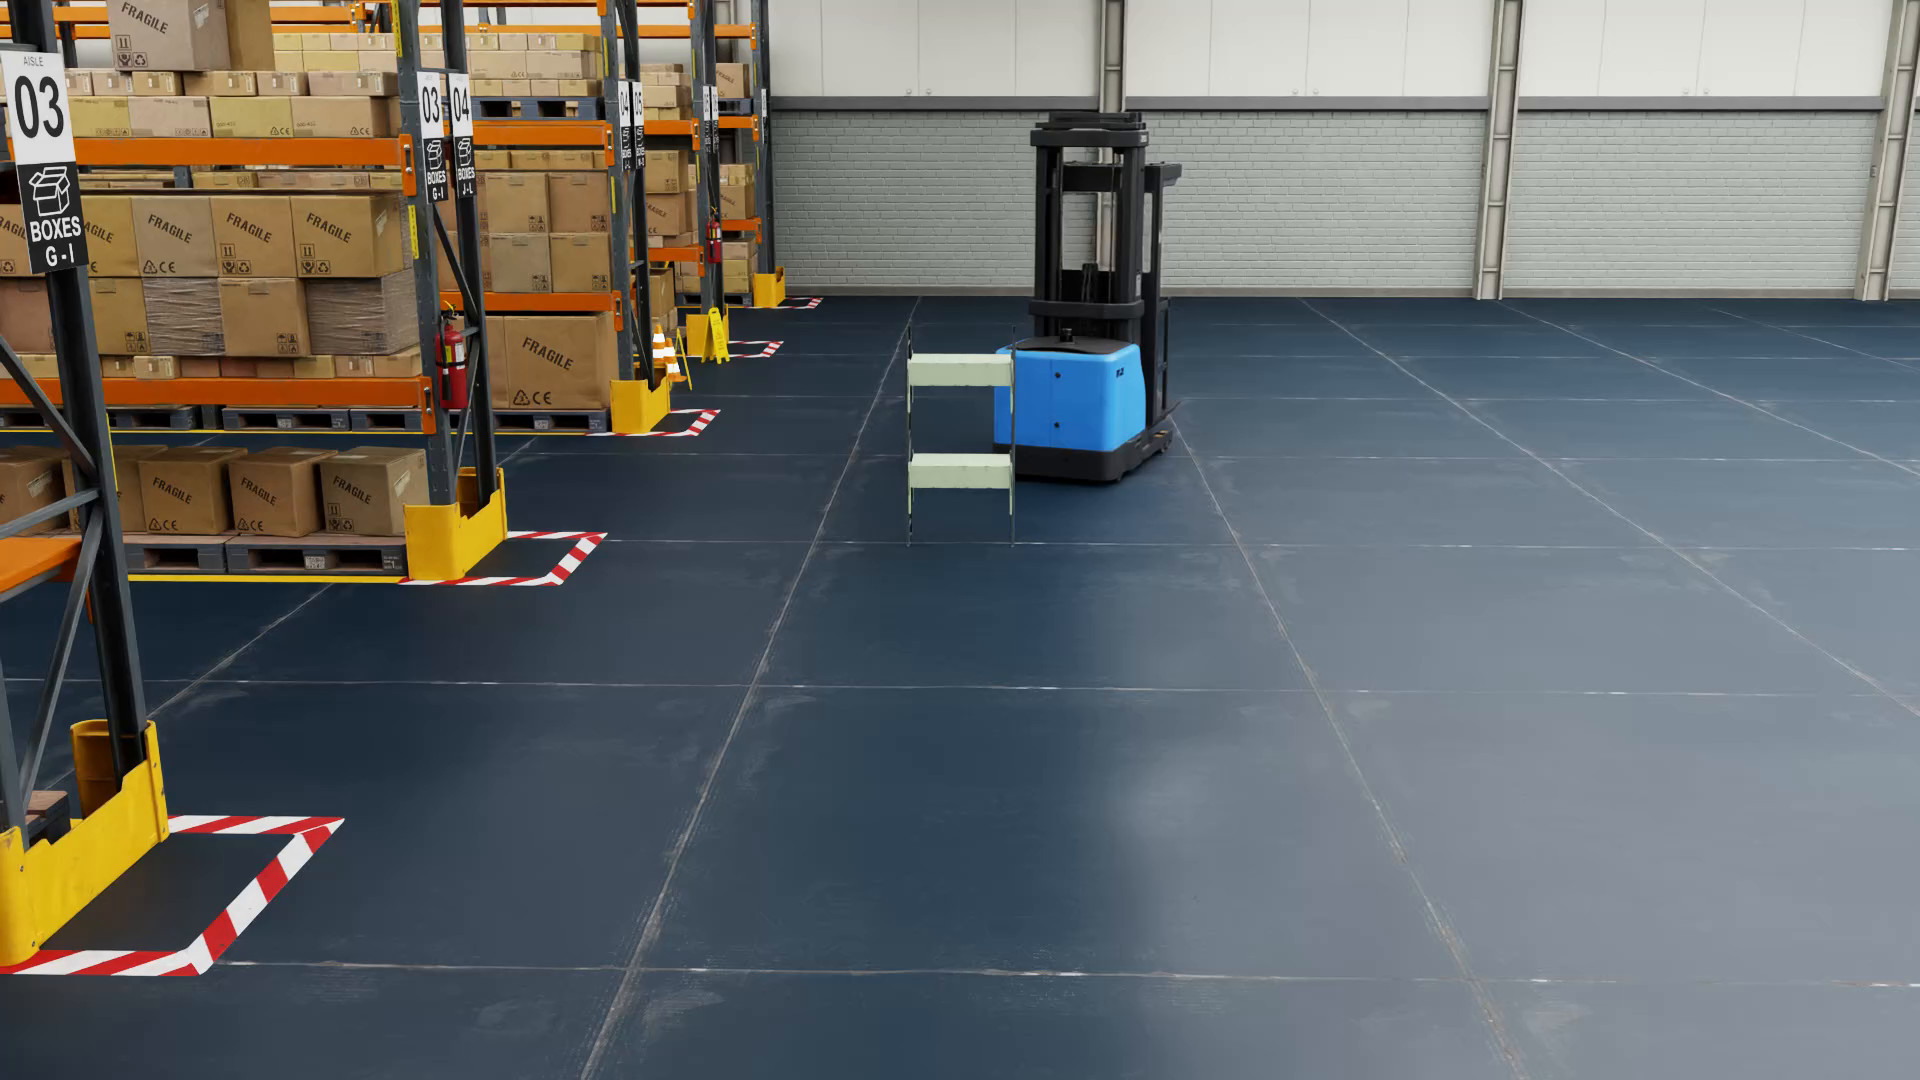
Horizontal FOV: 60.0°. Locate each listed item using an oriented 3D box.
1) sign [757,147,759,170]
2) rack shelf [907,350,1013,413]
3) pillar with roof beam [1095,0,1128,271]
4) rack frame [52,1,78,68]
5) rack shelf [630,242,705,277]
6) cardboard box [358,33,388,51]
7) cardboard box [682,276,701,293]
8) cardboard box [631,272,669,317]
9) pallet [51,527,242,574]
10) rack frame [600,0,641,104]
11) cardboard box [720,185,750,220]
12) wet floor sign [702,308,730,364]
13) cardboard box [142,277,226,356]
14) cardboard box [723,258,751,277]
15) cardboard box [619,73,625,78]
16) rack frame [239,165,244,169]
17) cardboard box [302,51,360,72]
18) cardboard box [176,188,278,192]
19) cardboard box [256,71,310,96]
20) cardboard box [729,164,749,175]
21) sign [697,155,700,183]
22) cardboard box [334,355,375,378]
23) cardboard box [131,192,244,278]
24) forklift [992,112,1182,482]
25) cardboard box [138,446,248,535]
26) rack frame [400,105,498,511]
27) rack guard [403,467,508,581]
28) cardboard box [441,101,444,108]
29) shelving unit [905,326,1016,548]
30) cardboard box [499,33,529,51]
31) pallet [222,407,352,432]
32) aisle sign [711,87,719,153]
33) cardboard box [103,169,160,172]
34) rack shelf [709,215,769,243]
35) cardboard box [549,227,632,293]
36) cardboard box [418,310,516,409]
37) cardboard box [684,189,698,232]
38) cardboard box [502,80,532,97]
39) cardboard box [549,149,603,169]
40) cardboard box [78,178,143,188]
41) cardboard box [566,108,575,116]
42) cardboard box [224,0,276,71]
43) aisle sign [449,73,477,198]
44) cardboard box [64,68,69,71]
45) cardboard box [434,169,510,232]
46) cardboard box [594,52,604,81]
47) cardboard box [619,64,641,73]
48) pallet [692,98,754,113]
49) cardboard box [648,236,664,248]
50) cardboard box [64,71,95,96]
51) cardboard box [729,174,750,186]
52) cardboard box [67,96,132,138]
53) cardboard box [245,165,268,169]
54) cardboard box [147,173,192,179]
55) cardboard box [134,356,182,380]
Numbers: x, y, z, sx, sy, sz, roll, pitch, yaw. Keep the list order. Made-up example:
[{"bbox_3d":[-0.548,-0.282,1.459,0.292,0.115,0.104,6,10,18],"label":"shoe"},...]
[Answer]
[{"bbox_3d":[-2.999,-5.663,24.692,0.005,0.325,0.100,0,15,1],"label":"sign"},{"bbox_3d":[0.007,-1.102,11.549,0.720,0.370,0.431,0,15,1],"label":"rack shelf"},{"bbox_3d":[2.244,-7.125,21.207,0.400,9.000,9.100,0,15,1],"label":"pillar with roof beam"},{"bbox_3d":[-11.091,-6.814,20.028,0.127,3.000,1.000,0,15,1],"label":"rack frame"},{"bbox_3d":[-5.093,-3.527,20.737,4.000,0.370,1.077,0,15,1],"label":"rack shelf"},{"bbox_3d":[-5.242,-4.491,15.014,0.250,0.149,0.380,0,15,1],"label":"cardboard box"},{"bbox_3d":[-3.946,-3.929,25.418,0.500,0.250,0.500,0,15,1],"label":"cardboard box"},{"bbox_3d":[-3.902,-3.036,20.565,0.500,0.500,0.500,0,15,2],"label":"cardboard box"},{"bbox_3d":[-5.451,-0.009,11.461,1.213,0.211,1.003,0,15,1],"label":"pallet"},{"bbox_3d":[-3.119,-5.499,15.043,0.127,3.000,1.000,0,15,1],"label":"rack frame"},{"bbox_3d":[-3.470,-5.112,25.139,0.500,0.500,0.500,0,15,0],"label":"cardboard box"},{"bbox_3d":[-2.931,-2.449,19.857,0.232,0.644,0.267,6,16,21],"label":"wet floor sign"},{"bbox_3d":[-4.898,-1.524,10.957,0.500,0.500,0.875,0,15,1],"label":"cardboard box"},{"bbox_3d":[-3.465,-4.166,25.337,0.500,0.250,0.500,0,15,1],"label":"cardboard box"},{"bbox_3d":[-3.952,-5.511,19.898,0.250,0.149,0.380,0,15,1],"label":"cardboard box"},{"bbox_3d":[-10.968,-5.179,25.591,0.127,3.000,1.000,0,15,1],"label":"rack frame"},{"bbox_3d":[-5.628,-4.317,15.134,0.500,0.250,0.500,0,15,1],"label":"cardboard box"},{"bbox_3d":[-4.889,-2.091,11.146,0.500,0.500,0.500,0,15,1],"label":"cardboard box"},{"bbox_3d":[-4.166,-2.832,10.328,0.250,0.149,0.380,0,15,-1],"label":"cardboard box"},{"bbox_3d":[-3.334,-5.582,25.065,0.250,0.149,0.380,0,15,2],"label":"cardboard box"},{"bbox_3d":[-3.128,-4.433,19.872,0.005,0.325,0.100,0,15,1],"label":"sign"},{"bbox_3d":[-3.887,-1.164,10.863,0.250,0.149,0.380,0,15,1],"label":"cardboard box"},{"bbox_3d":[-4.903,-1.956,10.635,0.500,0.500,0.500,0,15,1],"label":"cardboard box"},{"bbox_3d":[1.271,-2.223,14.521,1.130,2.935,3.031,6,16,20],"label":"forklift"},{"bbox_3d":[-5.195,-0.341,11.329,0.500,0.500,0.500,2,15,7],"label":"cardboard box"},{"bbox_3d":[-3.347,-1.334,11.017,0.127,3.000,1.000,0,15,1],"label":"rack frame"},{"bbox_3d":[-3.423,-0.126,11.337,0.348,0.500,1.175,0,15,1],"label":"rack guard"},{"bbox_3d":[-6.144,-5.335,20.014,0.500,0.250,0.500,0,15,1],"label":"cardboard box"},{"bbox_3d":[0.007,-0.725,11.649,0.755,1.500,0.431,0,15,1],"label":"shelving unit"},{"bbox_3d":[-3.971,-4.484,14.984,0.250,0.149,0.380,1,15,2],"label":"cardboard box"},{"bbox_3d":[-6.360,-1.251,16.169,1.213,0.211,1.003,0,15,1],"label":"pallet"},{"bbox_3d":[-3.024,-5.197,20.562,0.004,0.787,0.394,0,15,1],"label":"aisle sign"},{"bbox_3d":[-12.605,-5.396,25.386,0.637,0.503,0.797,0,15,0],"label":"cardboard box"},{"bbox_3d":[-4.970,-4.792,25.535,4.000,0.370,1.077,0,15,1],"label":"rack shelf"},{"bbox_3d":[-3.491,-2.662,15.755,0.550,0.550,0.875,0,15,1],"label":"cardboard box"},{"bbox_3d":[-4.679,-1.767,15.999,0.875,0.875,0.875,0,15,1],"label":"cardboard box"},{"bbox_3d":[-3.560,-4.127,20.825,0.500,0.500,0.500,0,15,1],"label":"cardboard box"},{"bbox_3d":[-3.969,-4.098,15.085,0.250,0.149,0.380,1,15,2],"label":"cardboard box"},{"bbox_3d":[-4.628,-4.467,20.152,0.500,0.500,0.700,0,15,1],"label":"cardboard box"},{"bbox_3d":[-8.129,-3.161,15.784,0.500,0.500,0.700,0,15,0],"label":"cardboard box"},{"bbox_3d":[-4.737,-5.137,20.042,0.250,0.149,0.380,0,15,0],"label":"cardboard box"},{"bbox_3d":[-4.824,-3.297,10.817,0.500,0.500,0.500,0,15,1],"label":"cardboard box"},{"bbox_3d":[-3.277,-2.667,10.973,0.004,0.787,0.394,0,15,1],"label":"aisle sign"},{"bbox_3d":[-8.358,-4.206,15.295,0.500,0.250,0.500,0,15,1],"label":"cardboard box"},{"bbox_3d":[-4.598,-3.224,15.768,0.550,0.550,0.875,0,15,1],"label":"cardboard box"},{"bbox_3d":[-3.595,-4.440,15.601,0.500,0.250,0.500,0,15,1],"label":"cardboard box"},{"bbox_3d":[-5.025,-6.865,24.880,0.637,0.503,0.797,1,15,3],"label":"cardboard box"},{"bbox_3d":[-3.677,-6.546,25.065,1.213,0.211,1.003,0,15,1],"label":"pallet"},{"bbox_3d":[-3.729,-3.661,20.329,0.250,0.149,0.380,0,15,1],"label":"cardboard box"},{"bbox_3d":[-5.466,-2.858,10.426,0.250,0.149,0.380,1,15,3],"label":"cardboard box"},{"bbox_3d":[-3.325,-5.420,25.036,0.250,0.149,0.380,1,15,2],"label":"cardboard box"},{"bbox_3d":[-5.350,-2.660,10.457,0.500,0.250,0.500,0,15,0],"label":"cardboard box"},{"bbox_3d":[-8.524,-4.539,20.289,0.250,0.149,0.380,0,15,-1],"label":"cardboard box"},{"bbox_3d":[-9.595,-4.243,20.441,0.500,0.500,0.500,1,15,2],"label":"cardboard box"},{"bbox_3d":[-5.139,-1.145,10.792,0.250,0.149,0.380,0,15,1],"label":"cardboard box"}]
